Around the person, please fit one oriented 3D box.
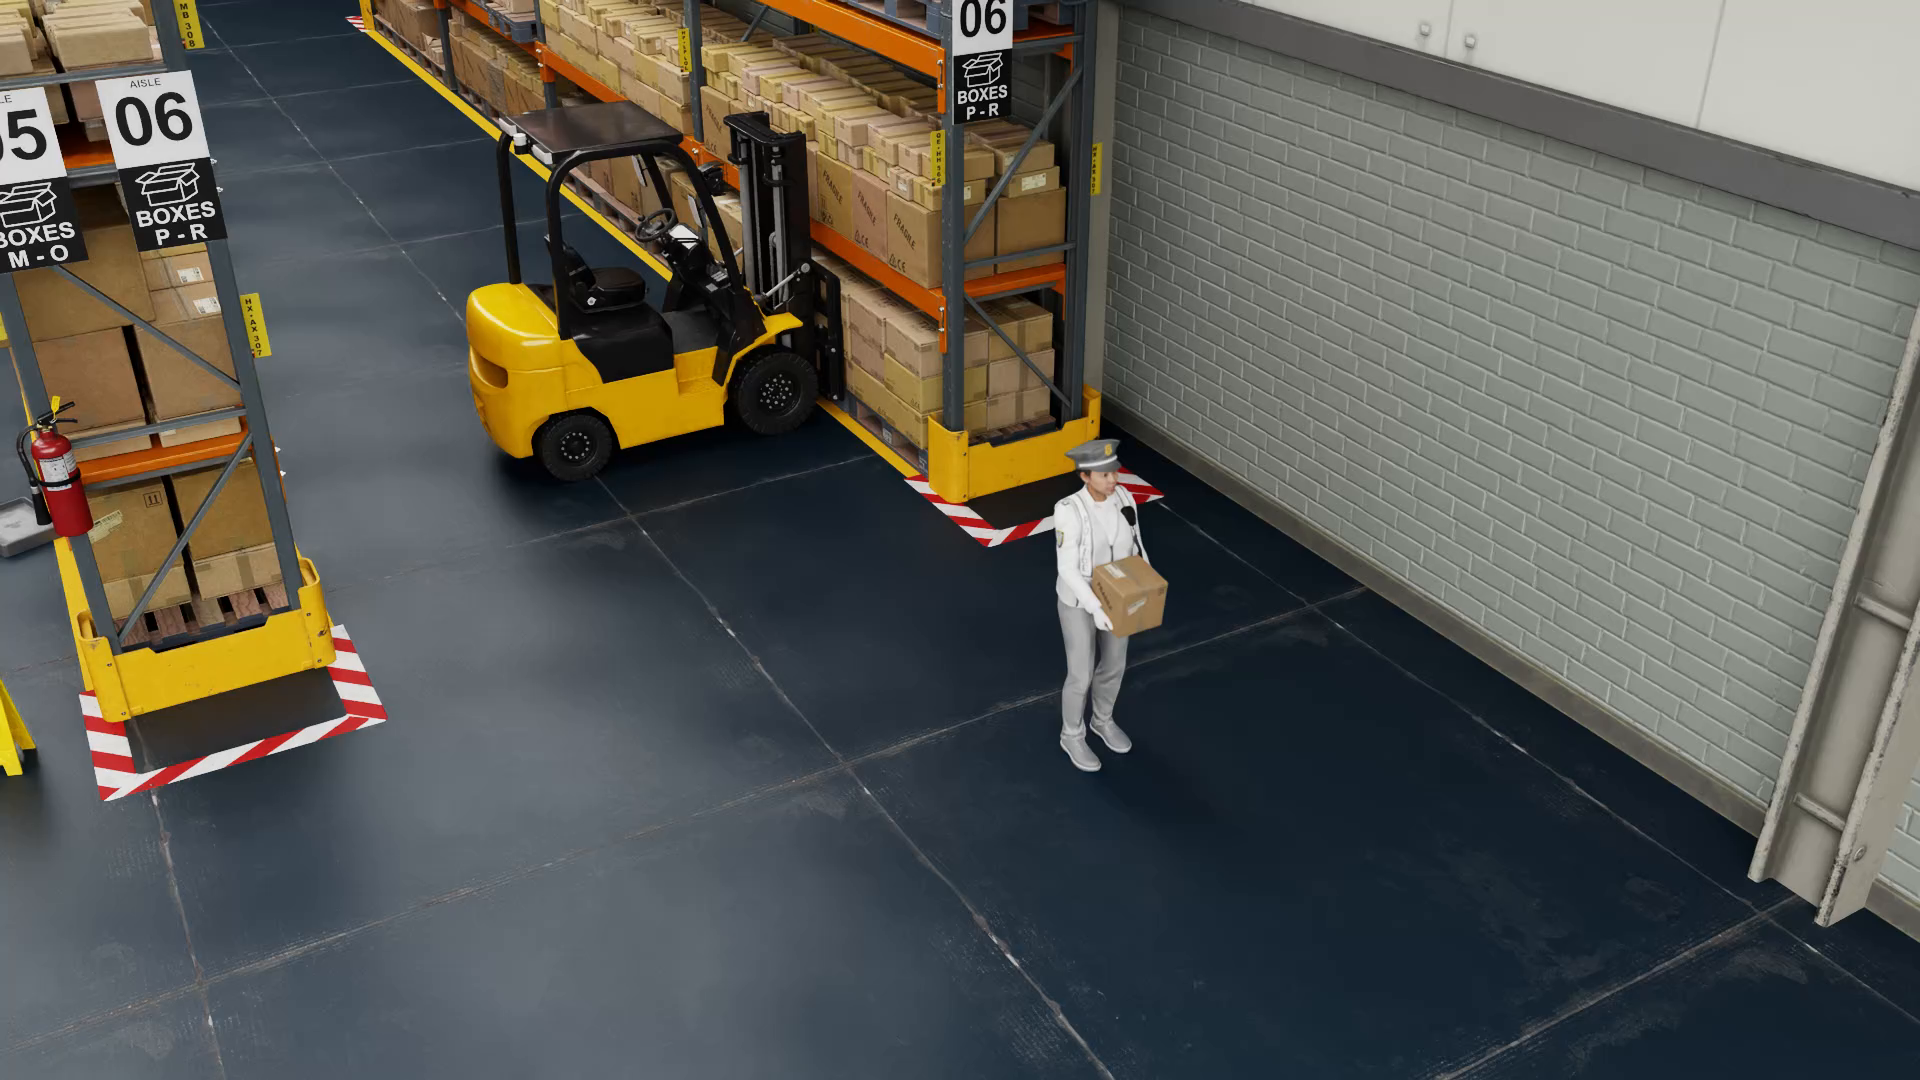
[{"bbox_3d":[0.683,0.322,7.957,0.459,1.687,0.556,-15,33,-25],"label":"person"}]
